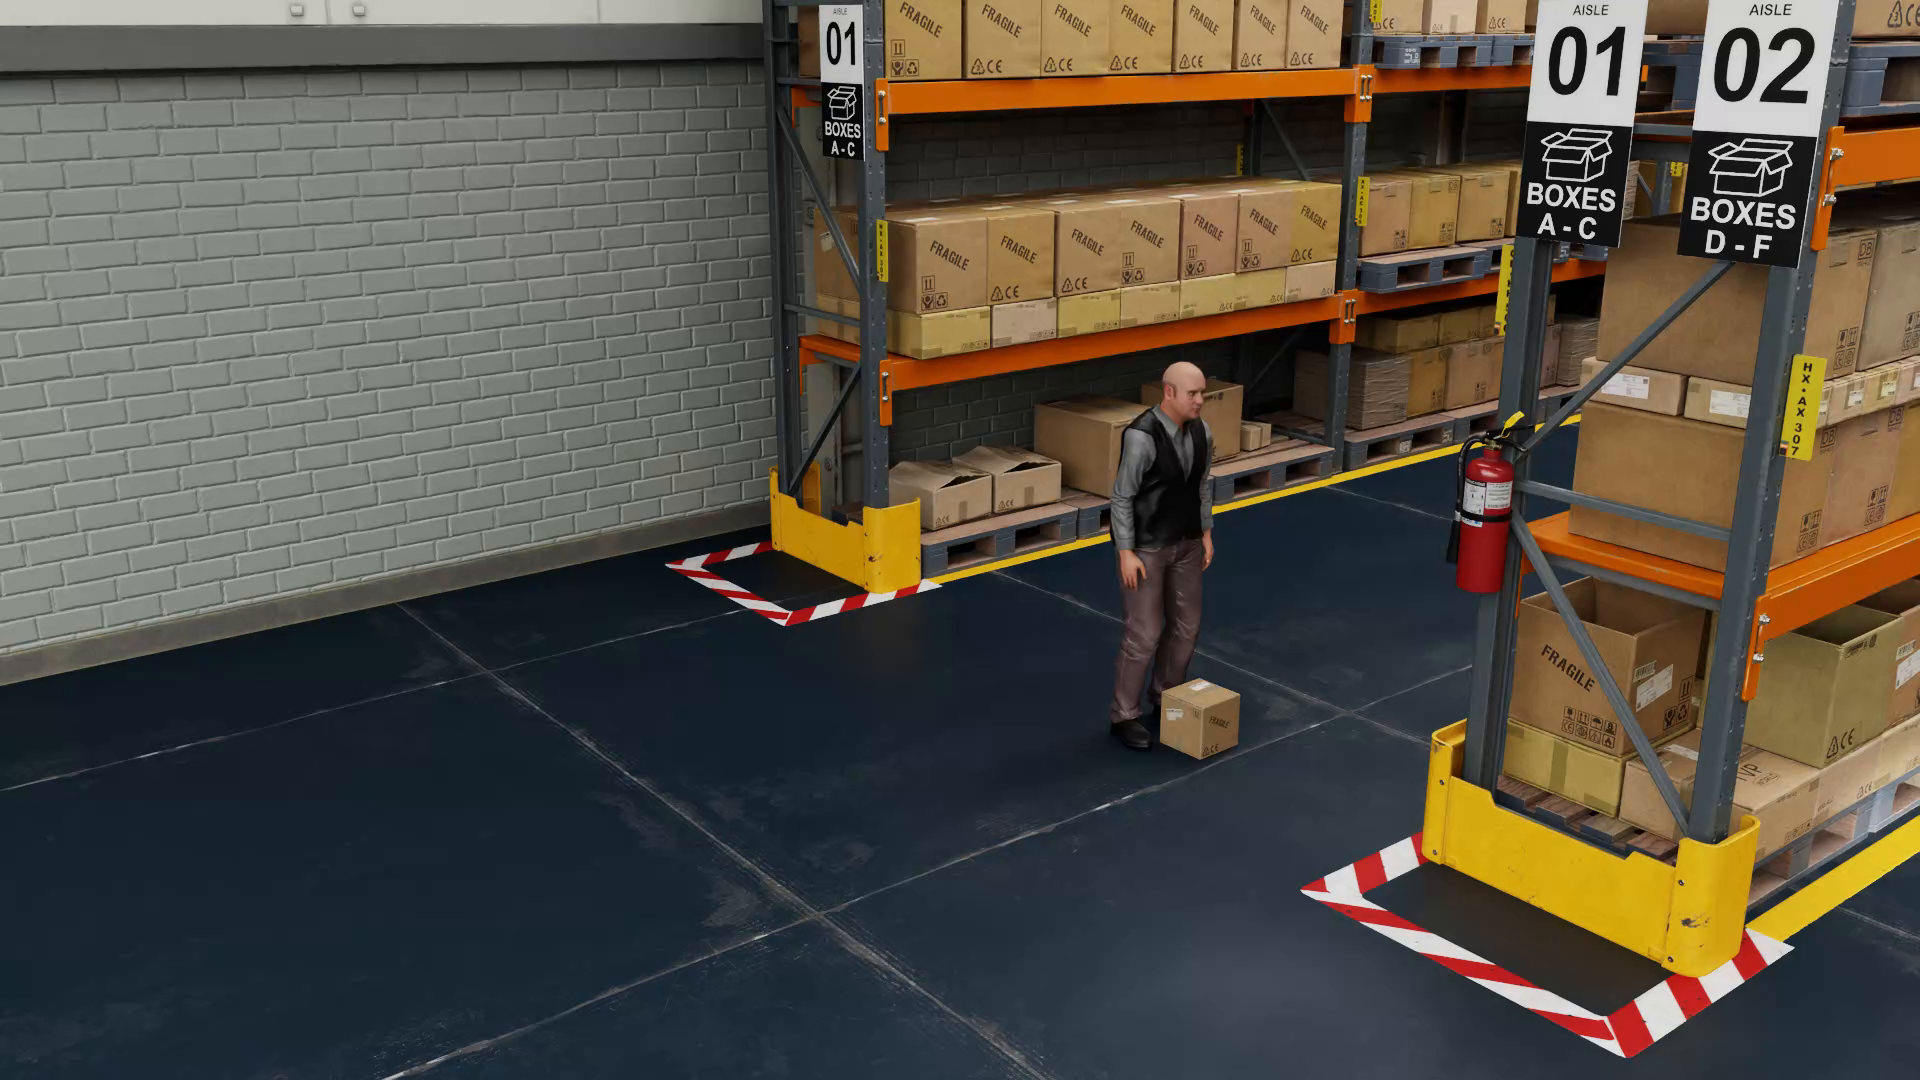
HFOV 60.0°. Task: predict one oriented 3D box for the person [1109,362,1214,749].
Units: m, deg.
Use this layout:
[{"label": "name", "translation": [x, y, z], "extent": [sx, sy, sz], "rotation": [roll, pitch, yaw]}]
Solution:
[{"label": "person", "translation": [0.899, 0.038, 7.470], "extent": [0.581, 1.721, 0.413], "rotation": [-14, 22, -37]}]
